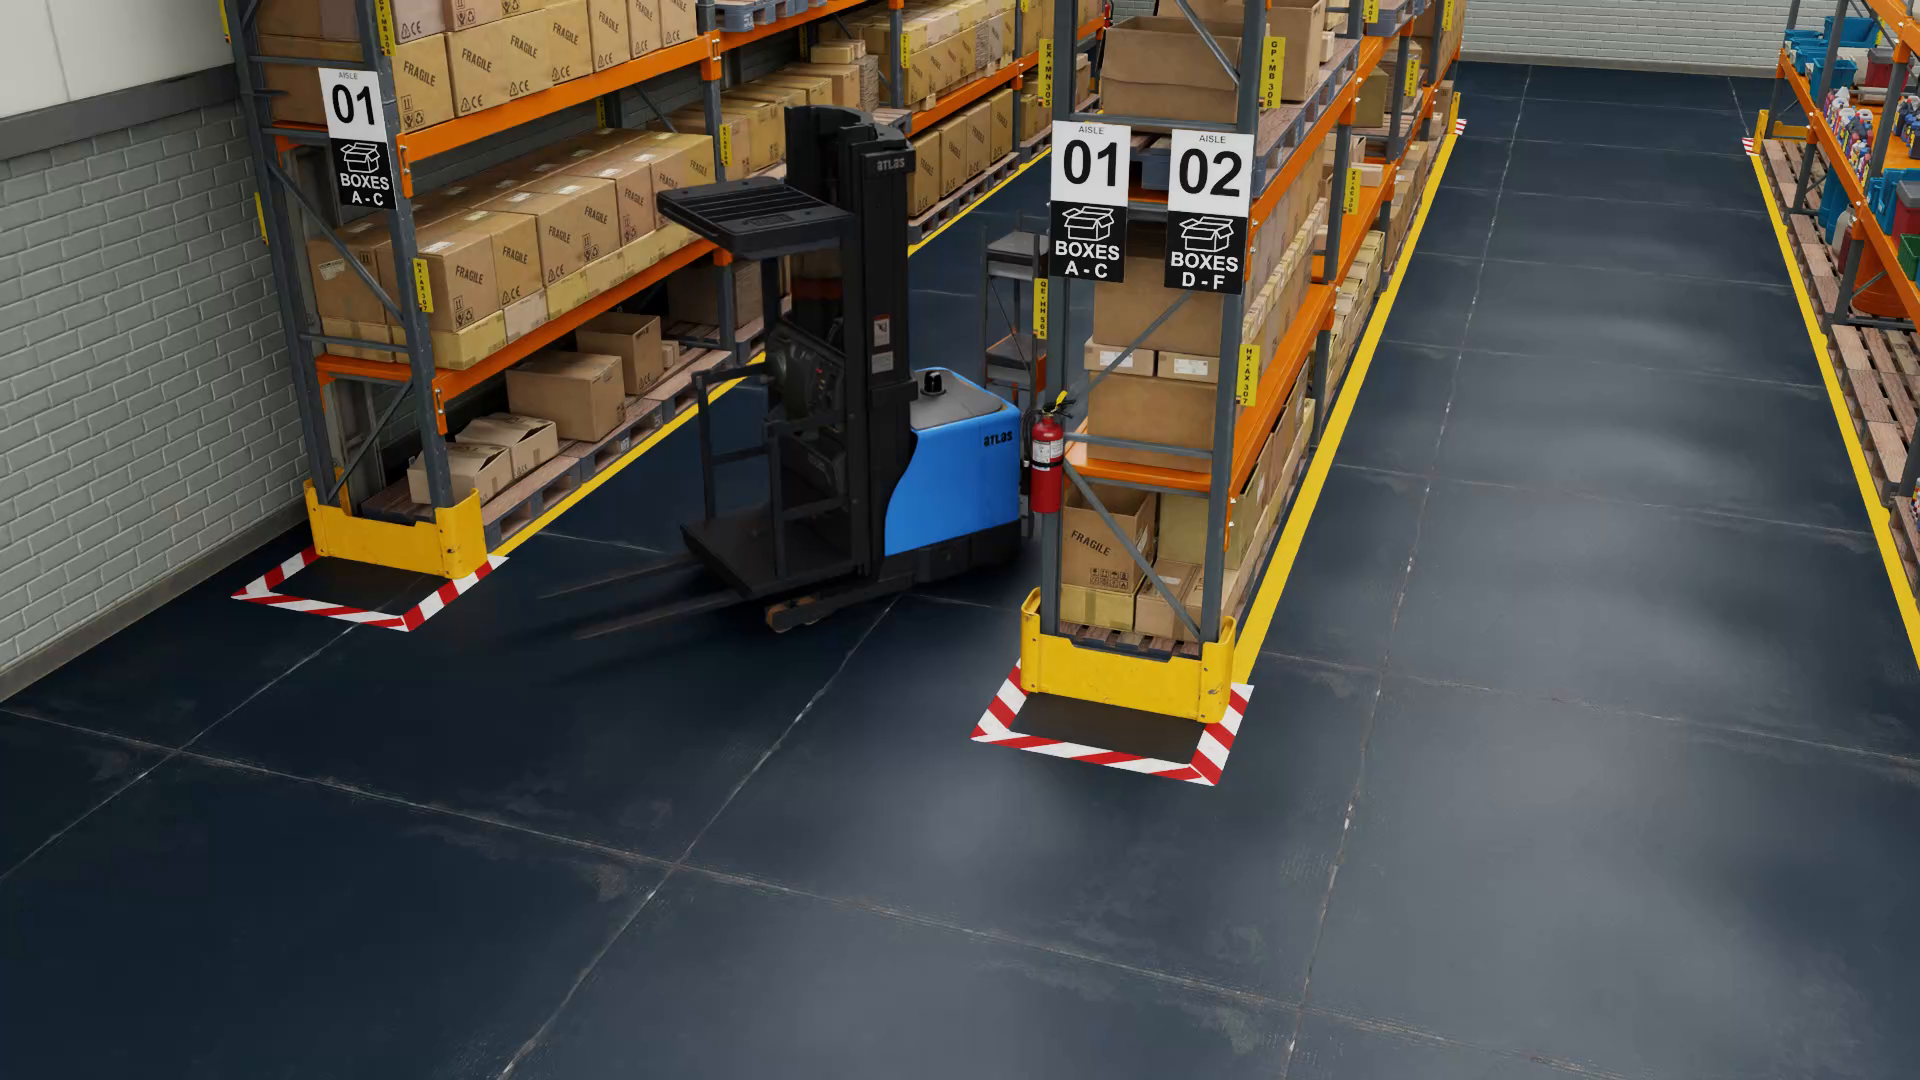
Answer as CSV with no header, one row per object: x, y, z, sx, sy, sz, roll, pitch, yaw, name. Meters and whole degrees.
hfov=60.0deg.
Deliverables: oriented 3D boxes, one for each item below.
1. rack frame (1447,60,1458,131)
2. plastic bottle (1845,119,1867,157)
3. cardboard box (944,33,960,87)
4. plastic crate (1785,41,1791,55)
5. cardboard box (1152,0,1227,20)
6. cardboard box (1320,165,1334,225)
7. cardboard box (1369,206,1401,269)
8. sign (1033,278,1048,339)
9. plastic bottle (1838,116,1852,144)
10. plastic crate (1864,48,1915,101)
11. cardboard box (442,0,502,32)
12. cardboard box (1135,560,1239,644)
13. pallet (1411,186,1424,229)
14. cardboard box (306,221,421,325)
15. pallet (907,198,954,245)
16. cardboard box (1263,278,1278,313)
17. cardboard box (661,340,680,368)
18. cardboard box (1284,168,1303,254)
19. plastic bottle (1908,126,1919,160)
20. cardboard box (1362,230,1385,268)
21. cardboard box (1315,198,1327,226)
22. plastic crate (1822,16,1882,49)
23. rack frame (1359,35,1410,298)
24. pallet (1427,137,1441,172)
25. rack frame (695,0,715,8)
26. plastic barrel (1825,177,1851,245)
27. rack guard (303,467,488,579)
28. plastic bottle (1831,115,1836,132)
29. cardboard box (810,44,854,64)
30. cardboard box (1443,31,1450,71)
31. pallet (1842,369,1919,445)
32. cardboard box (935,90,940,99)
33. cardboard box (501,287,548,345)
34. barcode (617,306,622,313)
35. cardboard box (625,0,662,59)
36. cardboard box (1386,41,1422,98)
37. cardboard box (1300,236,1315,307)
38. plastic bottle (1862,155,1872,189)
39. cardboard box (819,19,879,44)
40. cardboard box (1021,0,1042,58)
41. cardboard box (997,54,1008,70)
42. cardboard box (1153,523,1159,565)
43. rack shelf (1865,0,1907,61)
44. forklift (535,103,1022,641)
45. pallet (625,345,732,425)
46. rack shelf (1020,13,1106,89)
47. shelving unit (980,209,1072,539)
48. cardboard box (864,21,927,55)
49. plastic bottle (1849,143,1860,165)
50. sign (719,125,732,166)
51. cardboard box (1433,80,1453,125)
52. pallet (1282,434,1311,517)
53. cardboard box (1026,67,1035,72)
6.266,-7.071,22.412,1.000,3.000,0.127,9,27,17,rack frame
8.479,-3.799,15.710,0.144,0.351,0.185,9,27,17,plastic bottle
-0.316,-5.268,18.210,0.500,0.500,0.500,9,27,17,cardboard box
10.359,-6.086,20.611,0.250,0.136,0.298,9,27,17,plastic crate
1.606,-3.130,10.069,0.797,0.503,0.637,12,28,23,cardboard box
2.719,-2.714,13.299,0.500,0.500,0.500,11,28,21,cardboard box
4.025,-3.002,16.372,0.500,0.500,0.500,10,28,20,cardboard box
0.435,-1.208,8.702,0.100,0.325,0.005,9,27,17,sign
8.642,-3.995,16.207,0.097,0.271,0.097,0,26,0,plastic bottle
10.138,-5.094,18.186,0.402,0.464,0.583,9,27,17,plastic crate
-3.159,-3.389,10.080,0.500,0.500,0.500,8,27,17,cardboard box
1.330,0.365,9.728,0.500,0.250,0.500,9,27,17,cardboard box
4.700,-3.832,18.923,1.003,0.211,1.213,9,27,17,pallet
-3.774,-1.716,10.641,0.500,0.500,0.500,8,27,17,cardboard box
-0.735,-3.558,18.357,1.003,0.211,1.213,9,27,17,pallet
1.702,-1.492,10.031,0.380,0.149,0.250,8,27,17,cardboard box
-2.549,-1.555,13.766,0.380,0.166,0.250,5,26,11,cardboard box
1.797,-2.172,10.690,0.700,0.500,0.500,9,27,17,cardboard box
9.053,-3.774,15.659,0.144,0.351,0.185,9,27,17,plastic bottle
3.662,-2.736,15.489,0.500,0.311,0.500,9,27,19,cardboard box
2.384,-2.334,11.769,0.380,0.149,0.250,9,27,17,cardboard box
11.001,-6.229,20.564,0.616,0.435,0.499,9,27,17,plastic crate
3.604,-3.783,15.622,1.000,3.000,0.127,9,27,17,rack frame
5.569,-4.957,21.246,1.003,0.211,1.213,9,27,17,pallet
-2.400,-5.557,12.400,1.000,3.000,0.127,9,27,17,rack frame
9.172,-3.440,16.838,0.600,0.901,0.708,9,27,17,plastic barrel
-3.706,-0.119,10.922,1.175,0.500,0.348,9,27,17,rack guard
8.841,-4.209,16.729,0.097,0.201,0.097,0,26,0,plastic bottle
-1.248,-4.755,16.264,0.380,0.149,0.250,4,26,9,cardboard box
5.529,-5.853,19.782,0.500,0.500,0.500,9,27,18,cardboard box
7.572,-0.996,13.065,1.003,0.211,1.213,9,27,17,pallet
-0.435,-4.926,18.248,0.380,0.149,0.250,9,27,19,cardboard box
-3.110,-1.524,11.105,0.500,0.250,0.500,8,27,16,cardboard box
-2.806,-1.886,13.700,0.001,0.075,0.075,9,27,17,barcode
-2.515,-3.811,12.100,0.500,0.500,0.500,6,27,13,cardboard box
4.405,-4.926,17.386,0.700,0.500,0.500,2,26,4,cardboard box
2.131,-2.001,11.827,0.700,0.500,0.500,8,27,16,cardboard box
8.006,-3.239,14.632,0.061,0.283,0.133,9,27,17,plastic bottle
-1.162,-5.250,17.311,0.500,0.250,0.500,10,27,19,cardboard box
0.458,-6.500,20.888,0.980,0.700,0.700,9,27,18,cardboard box
0.355,-5.753,19.955,0.380,0.149,0.250,9,27,18,cardboard box
0.997,0.082,10.311,0.500,0.250,0.500,9,27,17,cardboard box
8.939,-4.912,15.336,1.077,0.370,4.000,9,27,17,rack shelf
-1.117,-1.020,9.993,3.031,2.935,1.130,-15,30,-29,forklift
-2.590,-1.320,13.735,1.003,0.211,1.213,9,27,17,pallet
0.928,-6.642,22.352,1.077,0.370,4.000,9,27,17,rack shelf
0.432,-1.090,11.092,0.431,2.100,0.503,13,29,25,shelving unit
-0.665,-5.187,17.181,0.500,0.250,0.500,9,27,19,cardboard box
8.333,-3.582,15.434,0.097,0.201,0.097,0,26,0,plastic bottle
-1.885,-3.171,13.363,0.100,0.325,0.005,9,27,17,sign
6.317,-5.885,22.326,0.500,0.500,0.500,9,27,17,cardboard box
1.969,-0.564,12.172,1.003,0.211,1.213,9,27,17,pallet
0.803,-6.297,22.455,0.380,0.149,0.250,8,27,17,cardboard box
